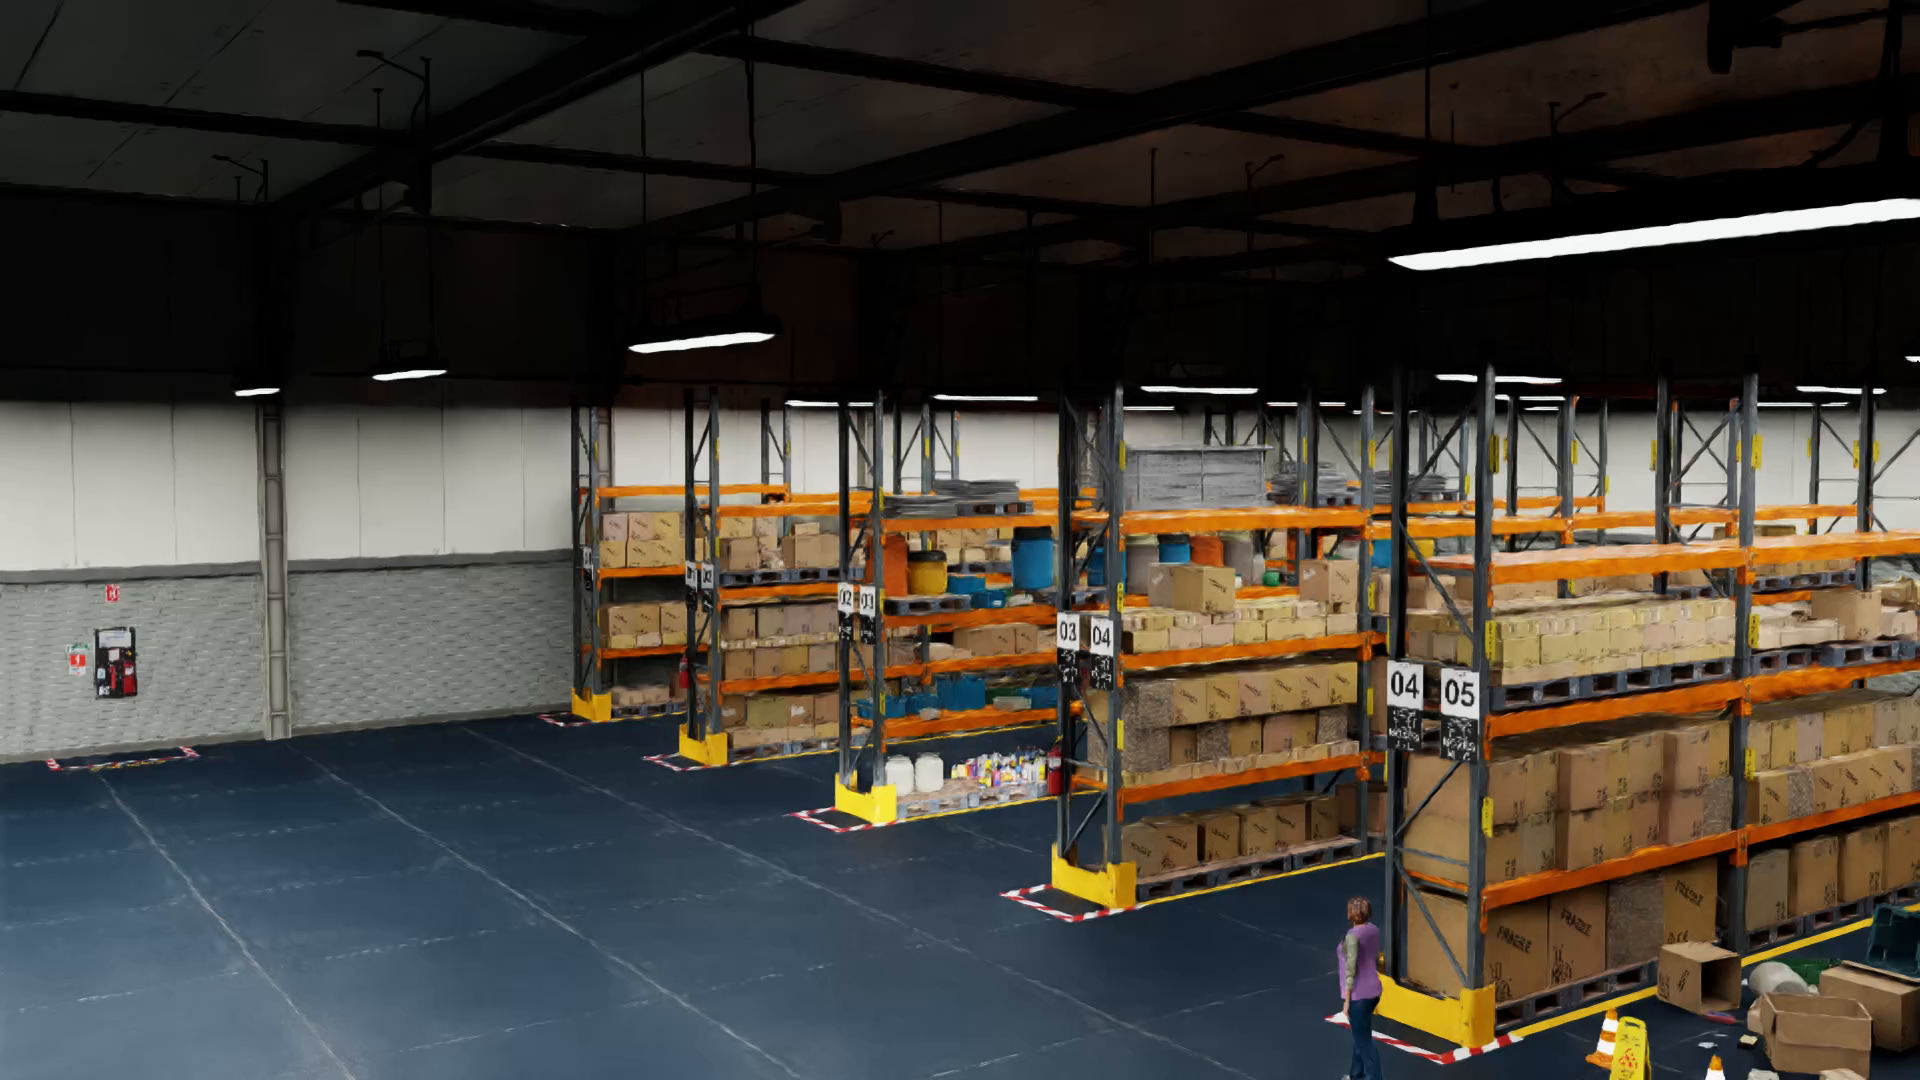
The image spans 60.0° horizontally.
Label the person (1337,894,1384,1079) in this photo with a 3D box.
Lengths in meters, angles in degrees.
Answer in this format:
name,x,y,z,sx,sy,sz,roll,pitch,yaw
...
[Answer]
name,x,y,z,sx,sy,sz,roll,pitch,yaw
person,3.138,3.584,13.034,0.496,1.594,0.537,3,5,41
